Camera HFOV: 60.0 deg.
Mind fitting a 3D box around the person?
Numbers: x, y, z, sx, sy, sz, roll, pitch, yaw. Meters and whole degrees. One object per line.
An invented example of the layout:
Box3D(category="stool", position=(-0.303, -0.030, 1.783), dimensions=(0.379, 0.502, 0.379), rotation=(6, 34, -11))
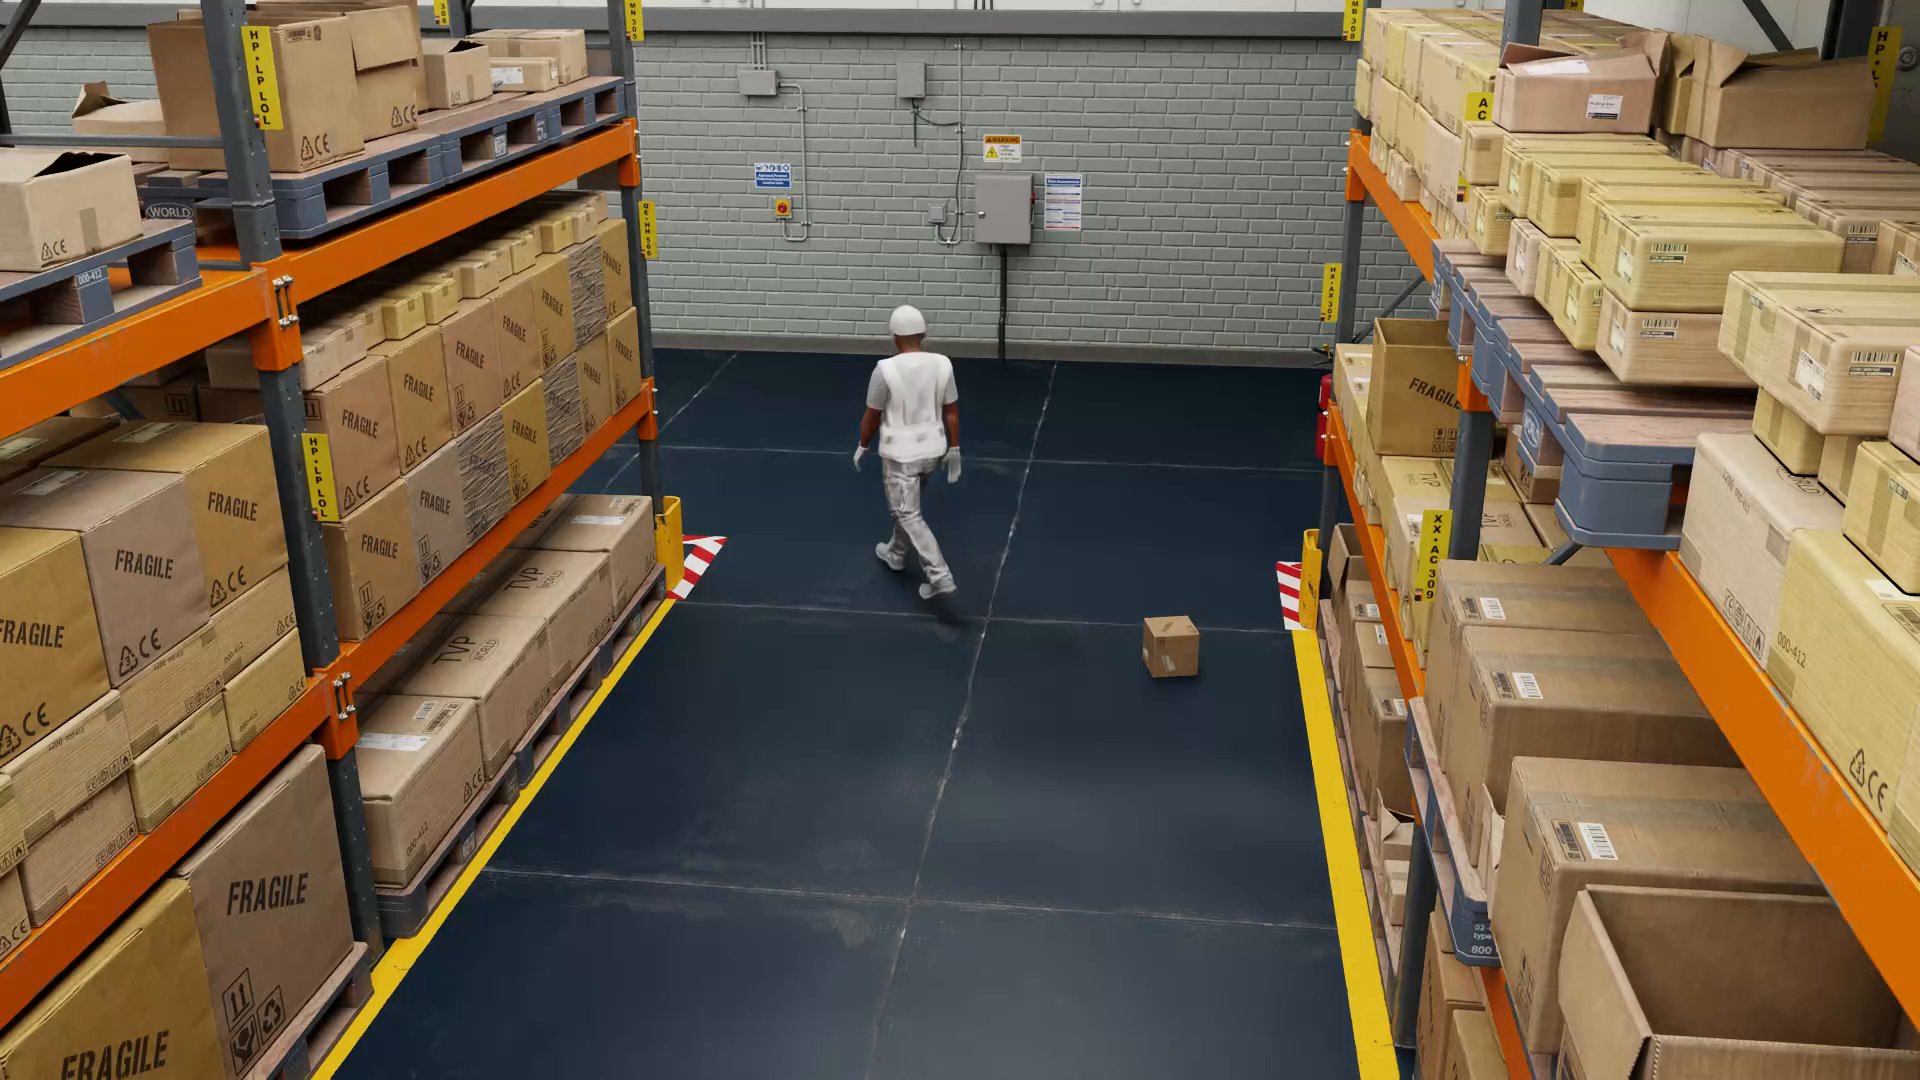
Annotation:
Box3D(category="person", position=(-0.283, -0.529, 9.942), dimensions=(0.560, 1.735, 1.095), rotation=(-14, 25, -33))
